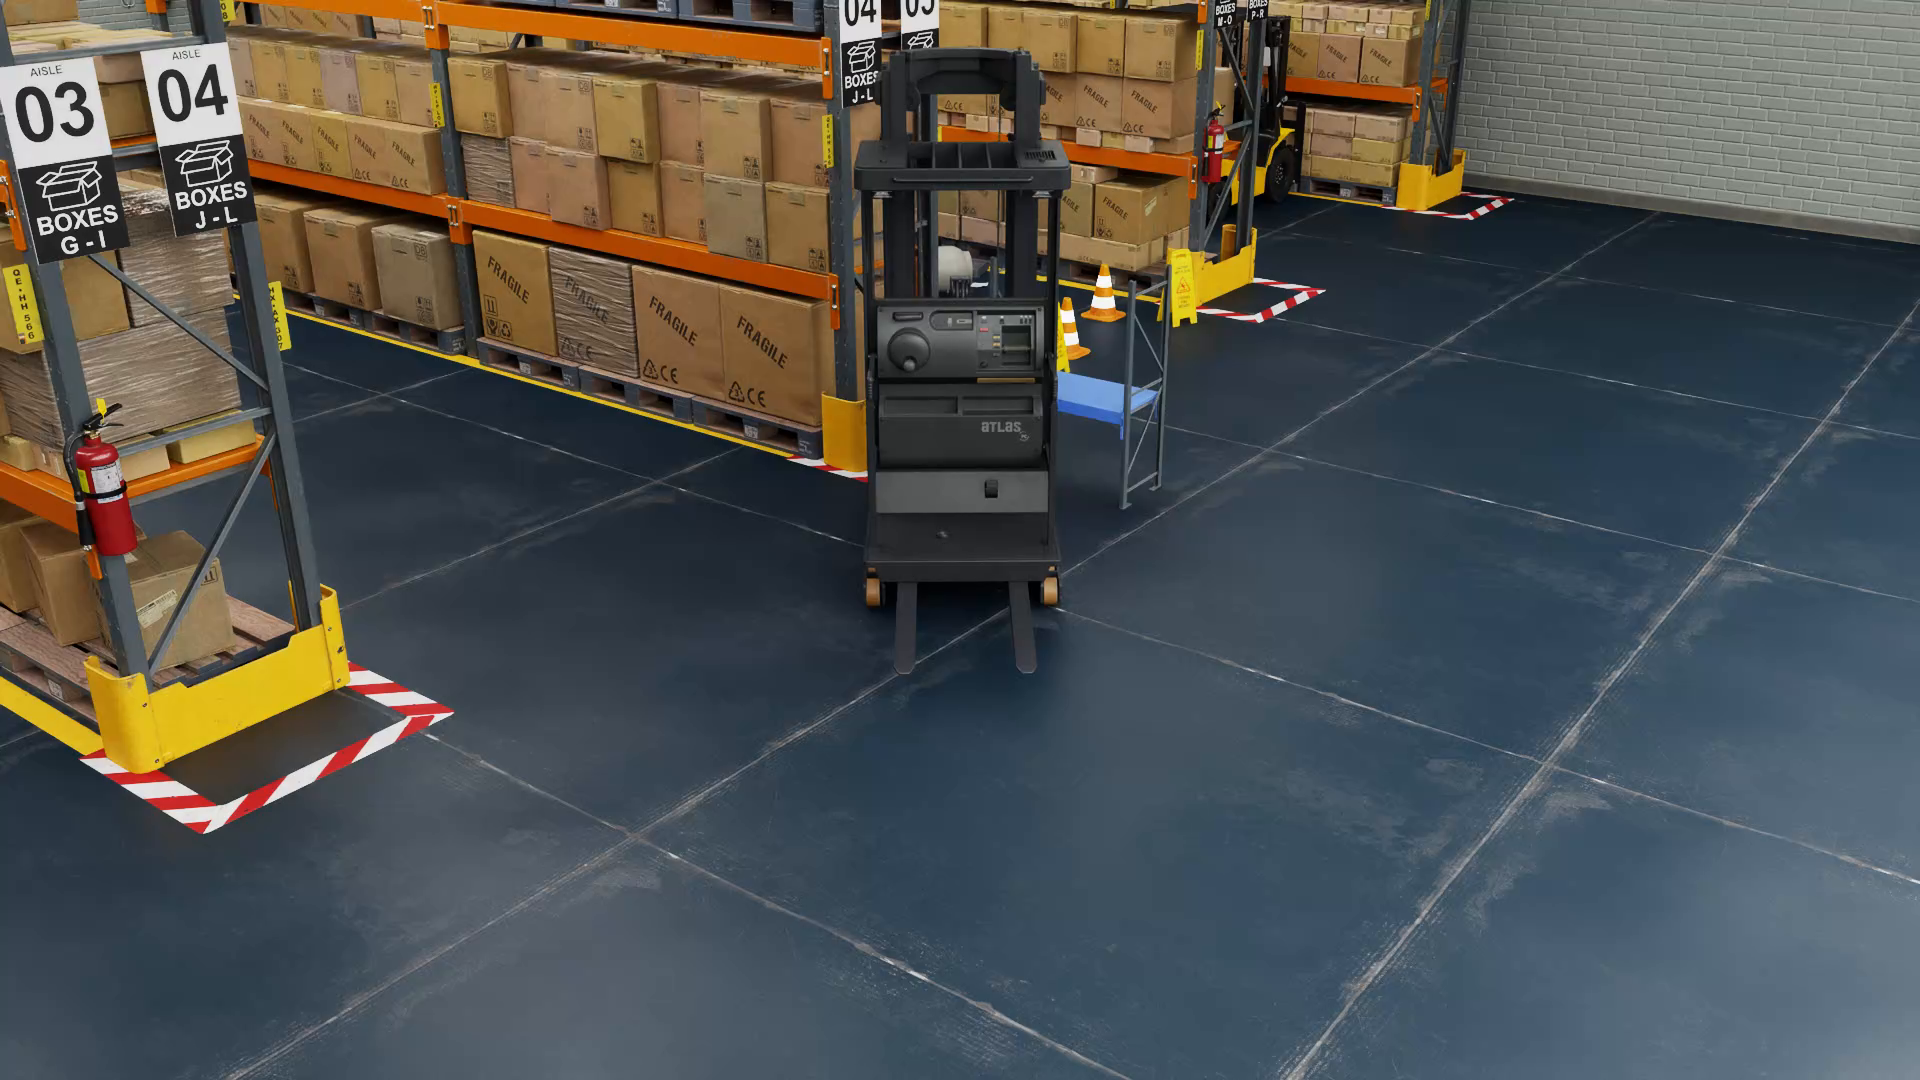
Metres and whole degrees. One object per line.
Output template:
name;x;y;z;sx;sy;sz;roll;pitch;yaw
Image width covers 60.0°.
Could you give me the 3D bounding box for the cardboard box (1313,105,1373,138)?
cardboard box;4.398;-4.804;19.083;0.500;0.250;0.500;17;29;34

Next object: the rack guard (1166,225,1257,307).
rack guard;2.331;-2.552;15.423;0.348;0.500;1.175;17;29;33

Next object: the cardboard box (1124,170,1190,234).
cardboard box;1.893;-3.245;15.854;0.500;0.500;0.500;16;28;32

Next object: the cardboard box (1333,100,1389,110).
cardboard box;4.693;-4.969;19.456;0.500;0.250;0.500;17;29;33

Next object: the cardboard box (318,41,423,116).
cardboard box;-4.915;-3.891;13.997;0.500;0.500;0.700;17;29;34

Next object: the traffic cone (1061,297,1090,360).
traffic cone;0.880;-1.765;13.681;0.334;0.463;0.336;17;29;33

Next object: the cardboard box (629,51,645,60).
cardboard box;-3.464;-5.391;18.556;0.250;0.149;0.380;15;28;30

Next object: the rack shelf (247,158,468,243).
rack shelf;-5.297;-3.178;14.635;4.000;0.370;1.077;17;29;33

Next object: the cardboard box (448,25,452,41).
cardboard box;-6.206;-6.295;20.383;0.500;0.250;0.500;17;29;34

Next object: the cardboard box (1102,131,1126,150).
cardboard box;1.503;-3.679;15.191;0.250;0.149;0.380;16;29;32

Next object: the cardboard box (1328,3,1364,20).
cardboard box;4.357;-5.966;18.773;0.250;0.149;0.380;17;29;34

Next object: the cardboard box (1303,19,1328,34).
cardboard box;4.094;-5.864;18.910;0.250;0.149;0.380;16;28;32

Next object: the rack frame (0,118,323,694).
rack frame;-3.552;-0.481;7.621;0.127;3.000;1.000;17;29;33

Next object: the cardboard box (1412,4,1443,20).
cardboard box;5.225;-5.909;18.644;0.250;0.149;0.380;16;28;32

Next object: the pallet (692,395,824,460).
pallet;-1.183;-0.948;12.141;1.213;0.211;1.003;17;29;33

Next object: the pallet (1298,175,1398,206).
pallet;4.729;-4.176;19.465;1.213;0.211;1.003;17;29;33

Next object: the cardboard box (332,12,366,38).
cardboard box;-7.735;-6.655;21.511;0.500;0.500;0.500;17;29;34

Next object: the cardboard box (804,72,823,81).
cardboard box;-1.386;-4.758;17.119;0.250;0.149;0.380;17;29;34

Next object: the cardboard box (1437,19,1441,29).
cardboard box;5.250;-5.789;18.739;0.250;0.149;0.380;16;28;32

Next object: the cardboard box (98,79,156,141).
cardboard box;-3.782;-1.985;7.500;0.500;0.250;0.500;18;29;35

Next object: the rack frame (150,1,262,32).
rack frame;-6.898;-3.991;15.588;0.127;3.000;1.000;17;29;33

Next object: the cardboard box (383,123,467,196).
cardboard box;-4.275;-3.109;13.463;0.500;0.500;0.500;17;29;33

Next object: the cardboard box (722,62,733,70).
cardboard box;-2.343;-5.106;17.909;0.250;0.149;0.380;16;28;32

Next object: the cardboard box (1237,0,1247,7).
cardboard box;3.321;-6.268;19.457;0.250;0.149;0.380;17;29;33

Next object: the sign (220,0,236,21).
sign;-3.226;-2.428;7.237;0.005;0.325;0.100;17;29;33

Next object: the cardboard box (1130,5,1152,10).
cardboard box;2.262;-6.428;20.191;0.250;0.149;0.380;16;29;32

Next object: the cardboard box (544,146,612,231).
cardboard box;-2.579;-2.713;12.501;0.550;0.550;0.875;17;29;33

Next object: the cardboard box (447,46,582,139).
cardboard box;-3.422;-3.486;12.917;0.550;0.550;0.875;17;29;33

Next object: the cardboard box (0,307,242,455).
cardboard box;-3.975;-0.804;7.863;0.500;0.500;0.875;17;29;33

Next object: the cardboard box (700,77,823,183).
cardboard box;-1.265;-2.825;11.416;0.550;0.550;0.875;17;29;33

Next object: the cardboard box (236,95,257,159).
cardboard box;-6.292;-3.719;14.847;0.500;0.500;0.500;17;29;33

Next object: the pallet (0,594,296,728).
pallet;-4.241;0.569;8.696;1.213;0.211;1.003;17;29;33

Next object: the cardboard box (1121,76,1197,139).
cardboard box;1.792;-3.902;14.893;0.500;0.500;0.500;16;29;32

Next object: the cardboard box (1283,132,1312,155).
cardboard box;3.968;-4.703;19.472;0.500;0.250;0.500;16;28;32

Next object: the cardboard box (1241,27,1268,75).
cardboard box;3.586;-5.731;19.412;0.500;0.500;0.500;17;29;34

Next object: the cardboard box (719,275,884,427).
cardboard box;-1.078;-1.419;11.865;0.875;0.875;0.875;17;29;34

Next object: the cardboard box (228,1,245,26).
cardboard box;-9.778;-7.271;22.908;0.500;0.500;0.500;16;29;33

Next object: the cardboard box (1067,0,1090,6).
cardboard box;1.541;-6.658;20.712;0.250;0.149;0.380;16;29;33

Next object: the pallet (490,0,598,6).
pallet;-3.048;-4.155;12.349;1.213;0.211;1.003;17;29;33

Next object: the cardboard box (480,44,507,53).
cardboard box;-5.382;-5.828;19.943;0.500;0.250;0.500;16;29;33

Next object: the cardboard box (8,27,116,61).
cardboard box;-4.059;-2.224;7.548;0.250;0.149;0.380;16;29;32

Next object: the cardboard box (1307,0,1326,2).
cardboard box;4.250;-6.258;19.436;0.250;0.149;0.380;16;28;32

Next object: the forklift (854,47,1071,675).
forklift;0.008;-1.090;9.090;1.130;2.935;3.031;0;24;-1

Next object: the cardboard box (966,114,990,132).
cardboard box;0.269;-4.038;16.007;0.250;0.149;0.380;17;29;34

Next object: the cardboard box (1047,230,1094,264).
cardboard box;1.174;-2.848;15.884;0.500;0.250;0.500;17;29;33

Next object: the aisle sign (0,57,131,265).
aisle sign;-3.682;-1.559;6.843;0.004;0.787;0.394;17;29;33

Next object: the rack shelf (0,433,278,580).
rack shelf;-5.152;-0.635;8.863;4.000;0.370;1.077;17;29;33

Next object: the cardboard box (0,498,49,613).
cardboard box;-5.030;0.024;9.055;0.500;0.500;0.500;20;31;38

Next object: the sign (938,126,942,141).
sign;-0.158;-2.667;11.410;0.005;0.325;0.100;17;29;33

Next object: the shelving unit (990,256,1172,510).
shelving unit;0.764;-1.084;10.849;1.048;1.500;0.538;16;28;32

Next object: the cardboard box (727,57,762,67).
cardboard box;-2.123;-5.303;17.552;0.500;0.500;0.500;18;29;35

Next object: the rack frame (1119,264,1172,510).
rack frame;1.180;-0.966;10.581;0.032;1.500;0.500;16;28;32

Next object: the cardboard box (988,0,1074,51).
cardboard box;0.666;-4.751;15.579;0.500;0.500;0.700;17;29;33

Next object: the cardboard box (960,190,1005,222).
cardboard box;0.351;-3.441;16.299;0.500;0.500;0.500;19;30;36

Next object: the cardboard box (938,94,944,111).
cardboard box;-0.208;-4.517;16.289;0.500;0.500;0.500;17;29;33

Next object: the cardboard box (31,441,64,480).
cardboard box;-4.103;-0.429;7.814;0.250;0.149;0.380;17;29;33
